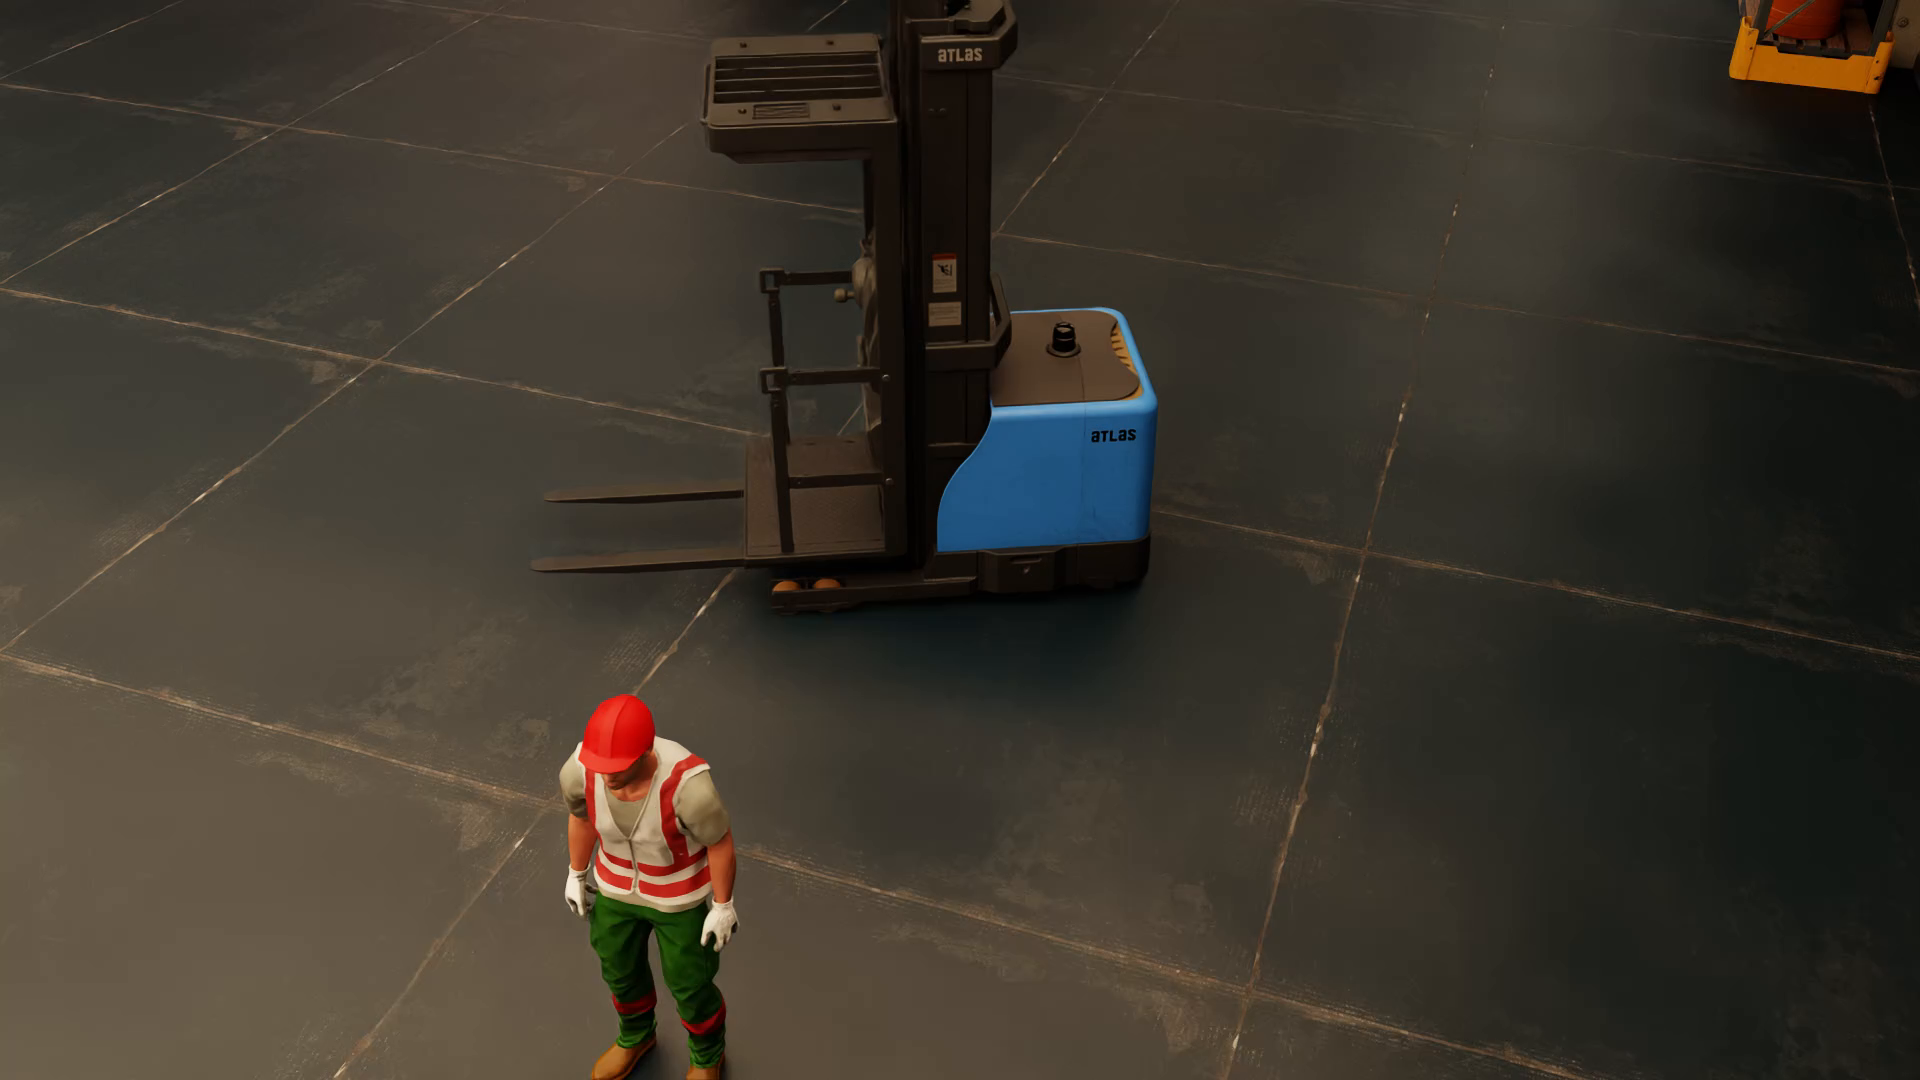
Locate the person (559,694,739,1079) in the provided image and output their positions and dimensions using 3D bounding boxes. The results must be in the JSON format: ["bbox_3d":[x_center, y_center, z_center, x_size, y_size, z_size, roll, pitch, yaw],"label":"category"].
[{"bbox_3d":[-1.020,1.171,5.461,0.607,1.777,0.454,10,37,14],"label":"person"}]

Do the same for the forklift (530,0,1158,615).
[{"bbox_3d":[-0.612,-1.151,7.735,3.031,2.935,1.130,-3,35,-5],"label":"forklift"}]
